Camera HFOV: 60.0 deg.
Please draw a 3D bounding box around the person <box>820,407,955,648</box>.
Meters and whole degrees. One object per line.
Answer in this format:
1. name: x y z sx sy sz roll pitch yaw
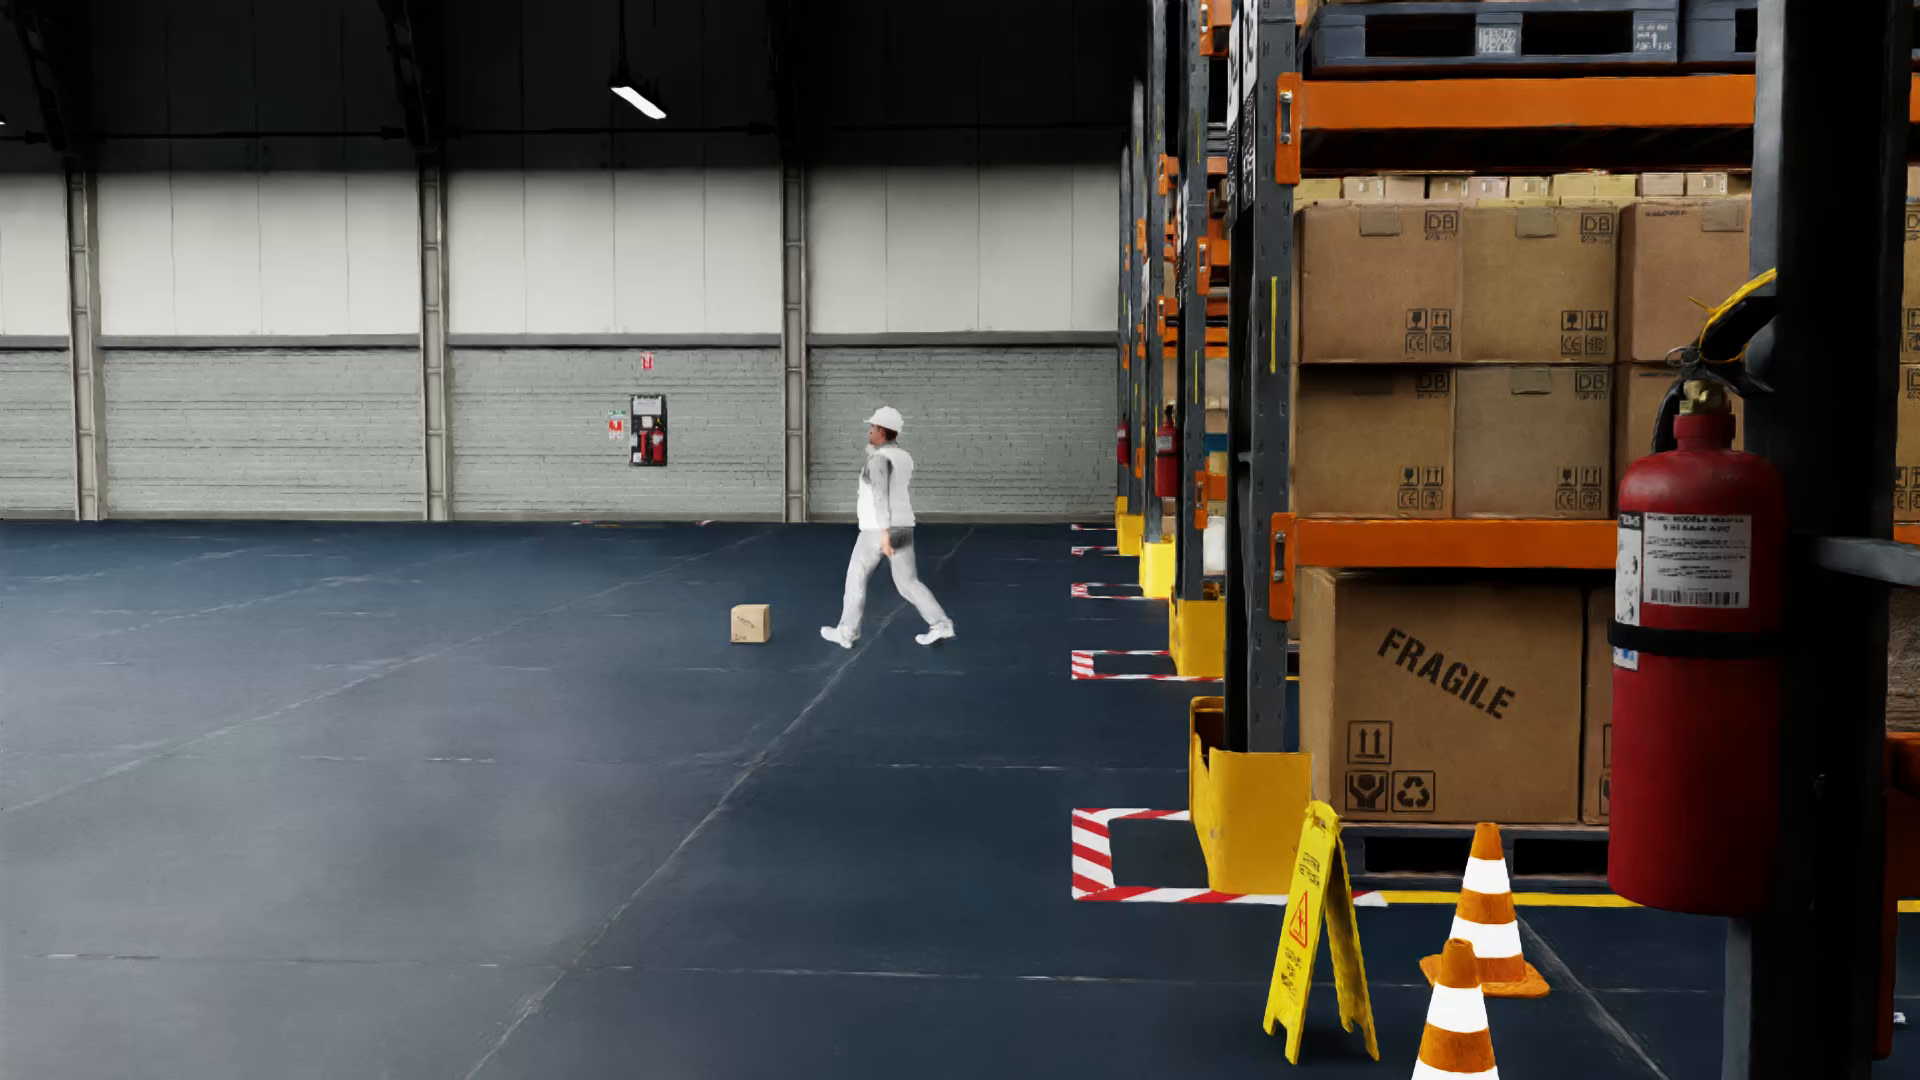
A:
1. person: -0.534 -0.084 11.947 1.024 1.737 0.542 2 5 29
